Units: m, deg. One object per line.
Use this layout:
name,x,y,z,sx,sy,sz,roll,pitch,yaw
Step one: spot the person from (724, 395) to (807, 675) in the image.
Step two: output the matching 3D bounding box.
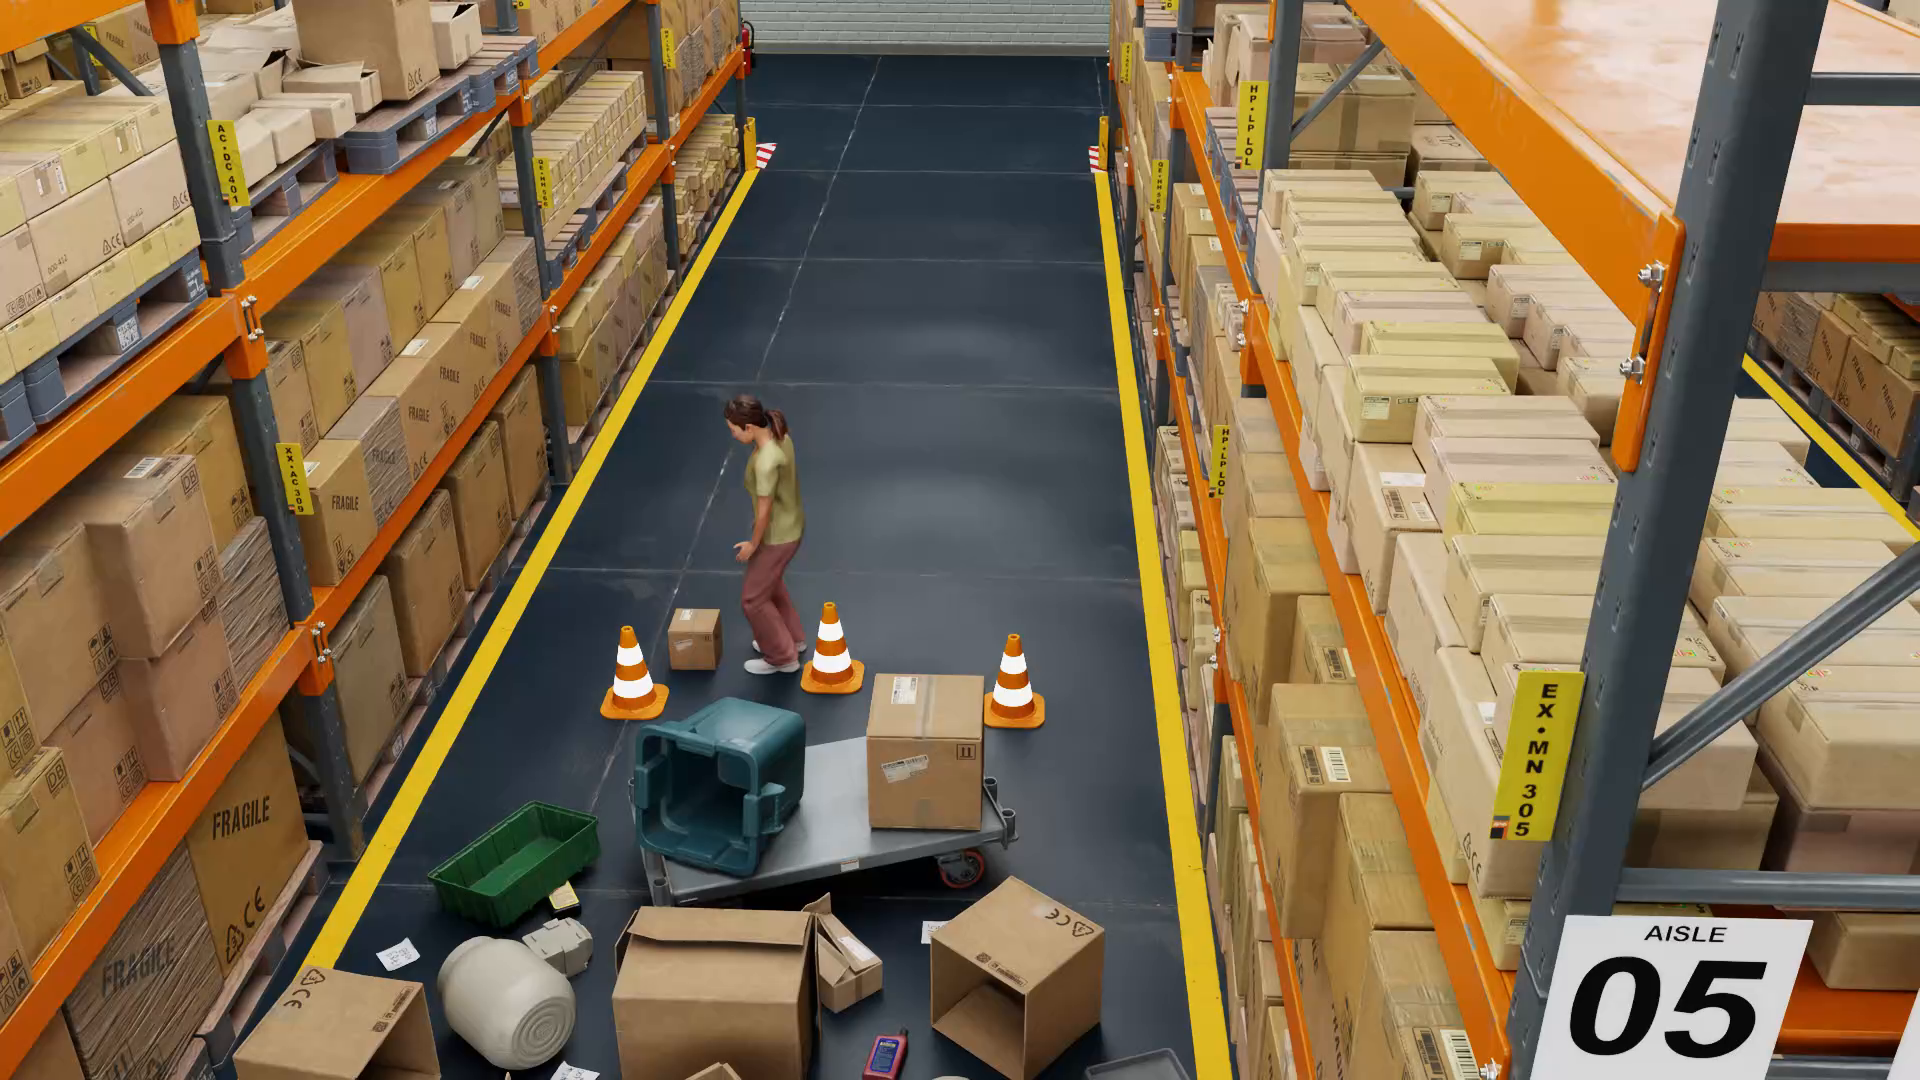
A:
person,-1.032,0.071,9.013,0.388,1.405,0.470,2,28,3
